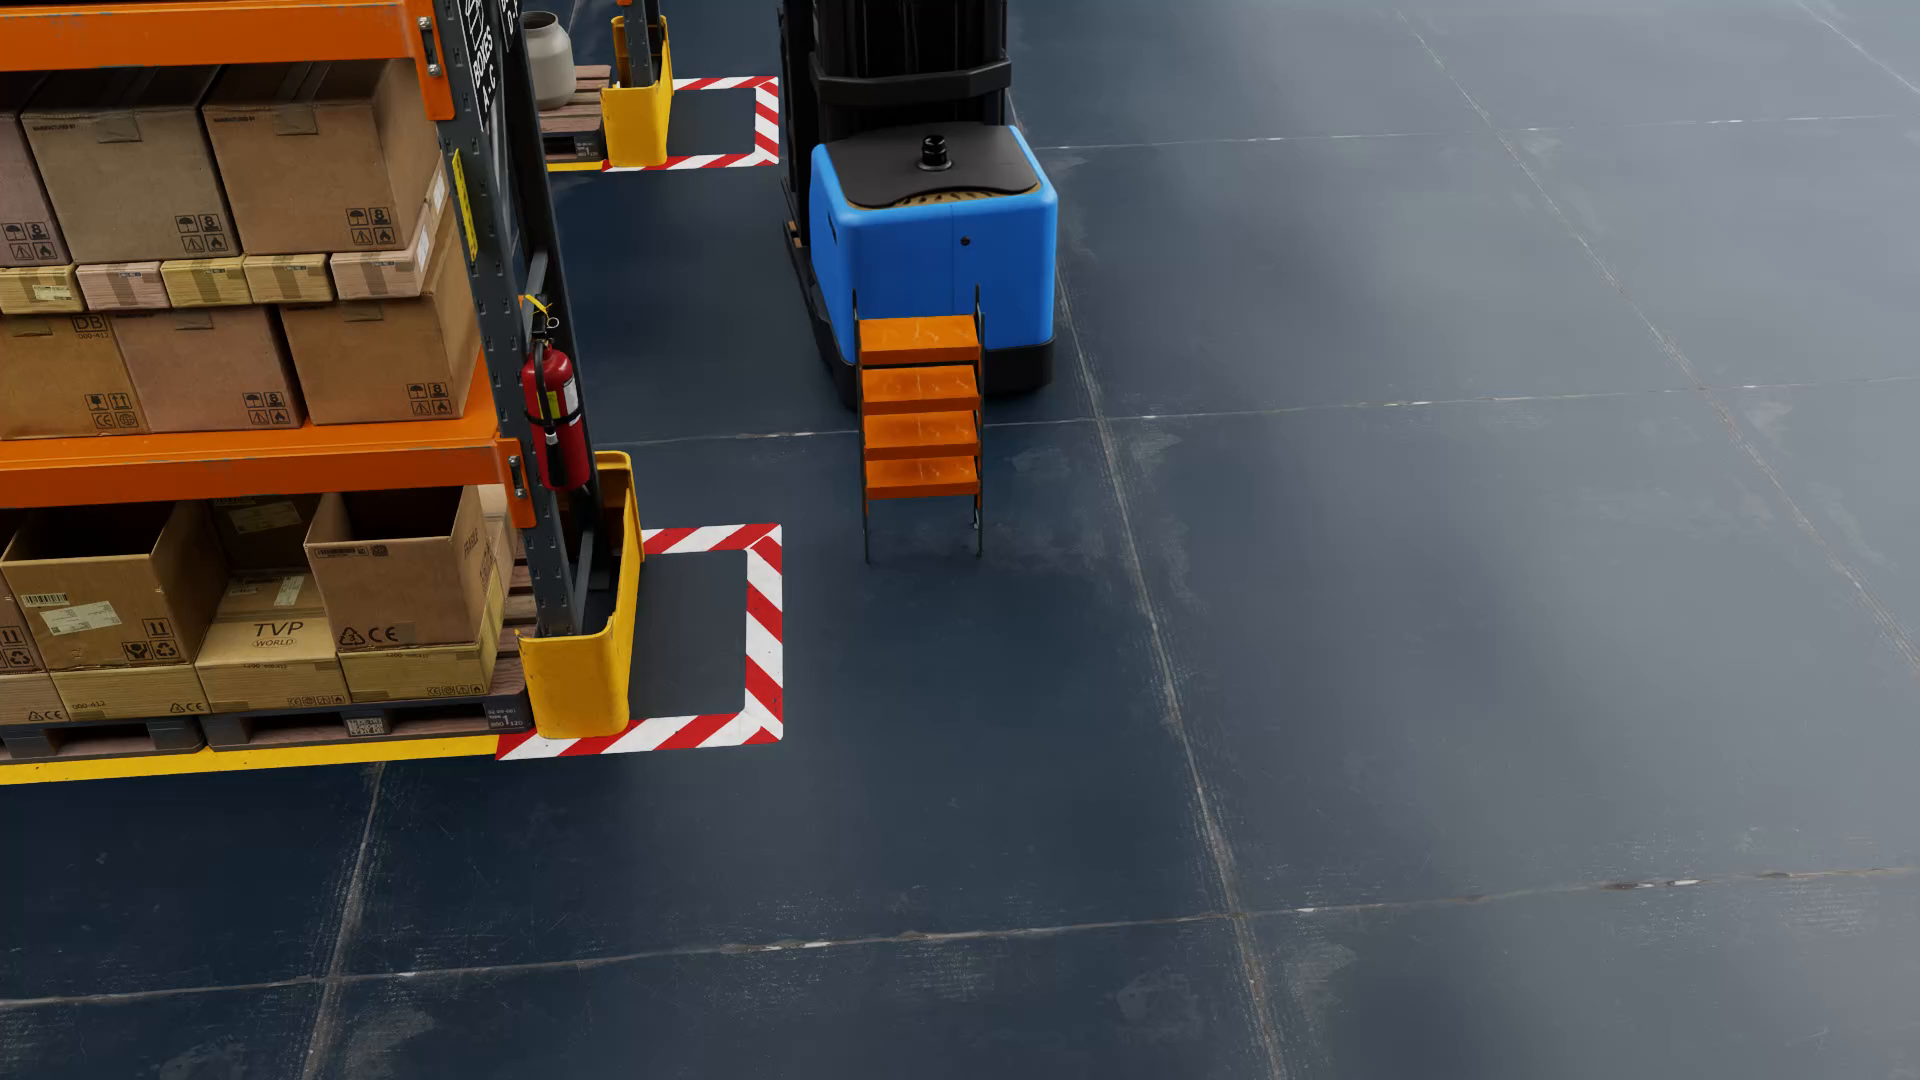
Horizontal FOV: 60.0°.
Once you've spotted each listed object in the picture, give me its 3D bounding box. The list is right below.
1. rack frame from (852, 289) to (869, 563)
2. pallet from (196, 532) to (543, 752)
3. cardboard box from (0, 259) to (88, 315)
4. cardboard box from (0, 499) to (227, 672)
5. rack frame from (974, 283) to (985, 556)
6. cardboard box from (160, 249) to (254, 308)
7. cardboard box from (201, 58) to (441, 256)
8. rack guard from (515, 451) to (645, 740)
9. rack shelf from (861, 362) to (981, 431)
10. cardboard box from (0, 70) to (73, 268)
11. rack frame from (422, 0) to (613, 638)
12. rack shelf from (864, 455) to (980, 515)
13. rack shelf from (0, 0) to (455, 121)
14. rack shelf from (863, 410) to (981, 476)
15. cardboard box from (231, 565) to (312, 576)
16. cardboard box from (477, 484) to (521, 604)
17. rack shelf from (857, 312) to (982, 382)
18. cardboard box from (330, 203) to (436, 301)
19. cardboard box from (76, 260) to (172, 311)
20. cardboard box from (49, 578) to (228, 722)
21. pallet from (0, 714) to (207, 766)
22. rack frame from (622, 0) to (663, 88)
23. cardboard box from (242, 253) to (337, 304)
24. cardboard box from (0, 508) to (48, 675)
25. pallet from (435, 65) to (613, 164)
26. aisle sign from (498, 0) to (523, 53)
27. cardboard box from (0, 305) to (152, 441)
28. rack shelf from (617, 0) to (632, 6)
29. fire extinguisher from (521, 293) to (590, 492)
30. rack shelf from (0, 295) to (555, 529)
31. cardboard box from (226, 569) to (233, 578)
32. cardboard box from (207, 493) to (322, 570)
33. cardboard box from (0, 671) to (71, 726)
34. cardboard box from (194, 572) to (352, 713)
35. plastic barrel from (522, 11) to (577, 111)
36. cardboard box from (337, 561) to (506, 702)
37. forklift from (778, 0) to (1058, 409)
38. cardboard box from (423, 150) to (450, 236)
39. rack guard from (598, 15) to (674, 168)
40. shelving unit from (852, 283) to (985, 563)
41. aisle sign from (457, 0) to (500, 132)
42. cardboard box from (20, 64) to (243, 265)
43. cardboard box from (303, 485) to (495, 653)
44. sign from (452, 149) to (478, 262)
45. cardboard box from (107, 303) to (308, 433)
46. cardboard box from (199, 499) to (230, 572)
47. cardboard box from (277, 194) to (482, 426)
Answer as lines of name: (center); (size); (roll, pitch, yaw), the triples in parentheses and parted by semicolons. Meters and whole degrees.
rack frame: (-0.408, -0.449, 6.850); (0.015, 1.200, 0.240); (-3, 38, -4)
pallet: (-2.270, 0.375, 6.604); (1.213, 0.211, 1.003); (-3, 38, -4)
cardboard box: (-2.903, -0.886, 5.347); (0.250, 0.149, 0.380); (-2, 38, -3)
cardboard box: (-3.014, 0.110, 5.965); (0.500, 0.500, 0.500); (-3, 38, -4)
rack frame: (0.078, -0.475, 6.884); (0.015, 1.200, 0.240); (-3, 38, -4)
cardboard box: (-2.391, -0.913, 5.382); (0.250, 0.149, 0.380); (-4, 38, -5)
cardboard box: (-2.030, -1.315, 5.367); (0.500, 0.500, 0.700); (-3, 38, -4)
rack guard: (-1.488, 0.193, 6.602); (0.348, 0.500, 1.175); (-3, 38, -4)
rack shelf: (-0.165, -0.585, 6.770); (0.480, 0.148, 0.258); (-3, 38, -4)
cardboard box: (-3.056, -1.255, 5.291); (0.500, 0.500, 0.700); (-3, 38, -4)
rack frame: (-1.512, -0.787, 5.826); (0.127, 3.000, 1.000); (-3, 38, -4)
rack shelf: (-0.165, -0.253, 7.032); (0.480, 0.148, 0.258); (-3, 38, -4)
rack shelf: (-3.504, -1.573, 4.981); (4.000, 0.370, 1.077); (-3, 38, -4)
rack shelf: (-0.165, -0.409, 6.909); (0.480, 0.148, 0.258); (-3, 38, -4)
cardboard box: (-2.563, 0.049, 6.647); (0.500, 0.250, 0.500); (-3, 38, -4)
cardboard box: (-2.065, 0.019, 6.684); (0.500, 0.250, 0.500); (-3, 38, -4)
rack shelf: (-0.165, -0.770, 6.623); (0.480, 0.148, 0.258); (-3, 38, -4)
cardboard box: (-1.875, -0.943, 5.419); (0.250, 0.149, 0.380); (-4, 38, -5)
cardboard box: (-2.641, -0.901, 5.366); (0.250, 0.149, 0.380); (-3, 38, -3)
cardboard box: (-3.014, 0.402, 6.199); (0.500, 0.250, 0.500); (-3, 38, -4)
pallet: (-3.482, 0.440, 6.522); (1.213, 0.211, 1.003); (-3, 38, -4)
rack frame: (-1.947, -3.844, 9.700); (0.127, 3.000, 1.000); (-3, 38, -4)
cardboard box: (-2.136, -0.927, 5.399); (0.250, 0.149, 0.380); (-2, 38, -3)
cardboard box: (-3.512, 0.136, 5.931); (0.500, 0.500, 0.500); (-3, 38, -4)
pallet: (-2.828, -2.674, 10.469); (1.213, 0.211, 1.003); (-3, 38, -4)
aisle sign: (-1.473, -2.000, 5.265); (0.004, 0.787, 0.394); (-3, 38, -4)
cardboard box: (-2.995, -0.753, 5.702); (0.500, 0.500, 0.700); (-3, 38, -4)
rack shelf: (-3.939, -3.452, 9.784); (4.000, 0.370, 1.077); (-3, 38, -4)
fire extinguisher: (-1.353, -0.477, 5.495); (0.183, 0.674, 0.296); (-3, 38, -4)
rack shelf: (-3.504, -0.395, 5.910); (4.000, 0.370, 1.077); (-3, 38, -4)
cardboard box: (-3.061, 0.076, 6.612); (0.500, 0.250, 0.500); (-3, 38, -4)
cardboard box: (-2.563, -0.246, 6.416); (0.500, 0.500, 0.500); (-3, 38, -4)
cardboard box: (-3.513, 0.429, 6.166); (0.500, 0.250, 0.500); (-3, 38, -4)
cardboard box: (-2.516, 0.374, 6.235); (0.500, 0.250, 0.500); (-3, 38, -4)
plastic barrel: (-2.595, -2.949, 10.235); (0.421, 0.512, 0.421); (0, 38, 0)
cardboard box: (-2.020, 0.339, 6.279); (0.500, 0.250, 0.500); (-3, 38, -4)
forklift: (-0.367, -2.690, 8.293); (1.130, 2.935, 3.031); (-8, 39, -10)
cardboard box: (-1.921, -1.193, 5.735); (0.250, 0.149, 0.380); (-3, 38, -4)
rack guard: (-2.018, -2.829, 10.432); (0.348, 0.500, 1.175); (-3, 38, -4)
shelving unit: (-0.165, -0.462, 6.867); (0.503, 1.200, 0.258); (-3, 38, -4)
aisle sign: (-1.420, -1.630, 4.796); (0.004, 0.787, 0.394); (-3, 38, -4)
cardboard box: (-2.554, -1.283, 5.326); (0.500, 0.500, 0.700); (-4, 38, -5)
cardboard box: (-2.019, 0.046, 6.046); (0.500, 0.500, 0.500); (-3, 38, -4)
sign: (-1.477, -0.999, 4.969); (0.005, 0.325, 0.100); (-3, 38, -4)
cardboard box: (-2.500, -0.777, 5.732); (0.500, 0.500, 0.700); (-2, 38, -3)
cardboard box: (-3.060, -0.211, 6.371); (0.500, 0.500, 0.500); (-3, 38, -4)
cardboard box: (-1.978, -0.809, 5.773); (0.500, 0.500, 0.700); (-3, 38, -4)
